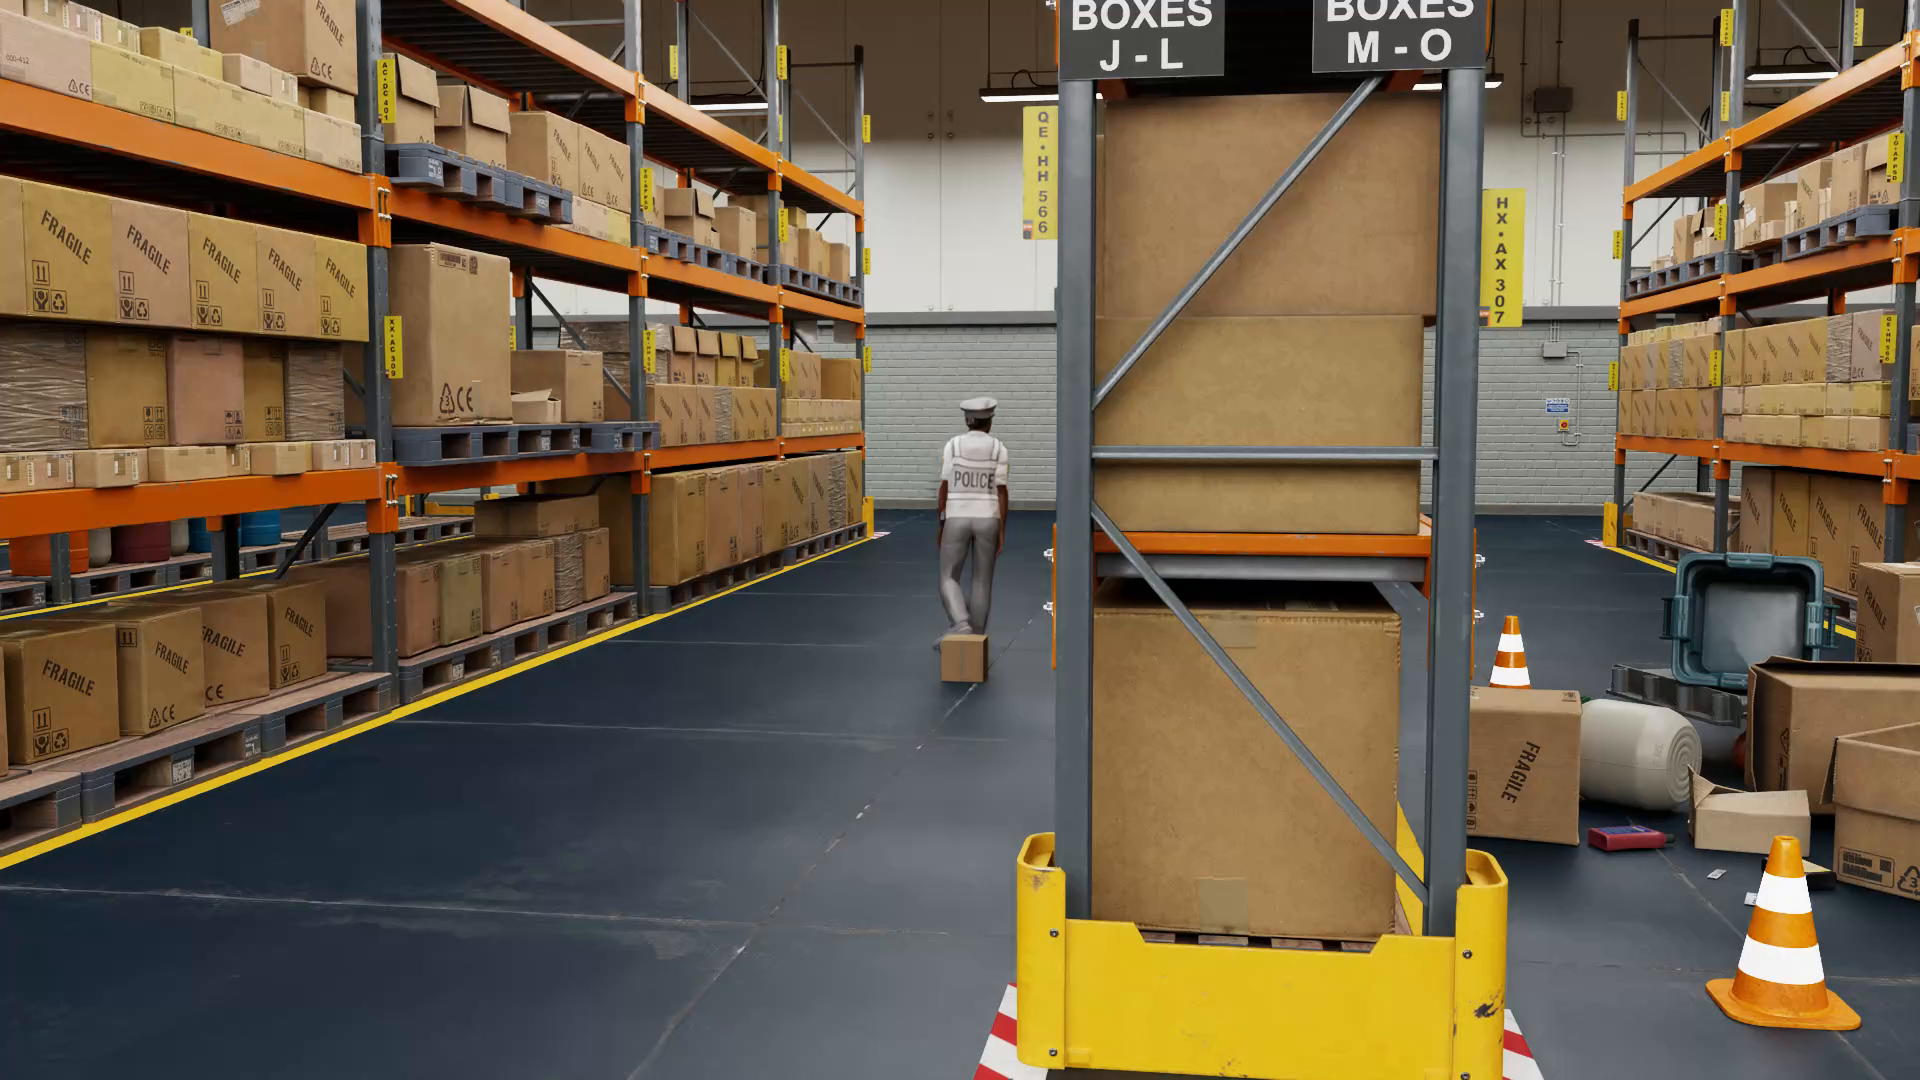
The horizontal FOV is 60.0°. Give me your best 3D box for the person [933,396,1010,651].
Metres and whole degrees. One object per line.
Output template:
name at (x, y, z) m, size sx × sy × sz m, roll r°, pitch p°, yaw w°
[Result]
person at (0.070, -0.072, 10.532) m, size 0.497 × 1.671 × 0.574 m, roll 0°, pitch 5°, yaw -2°
